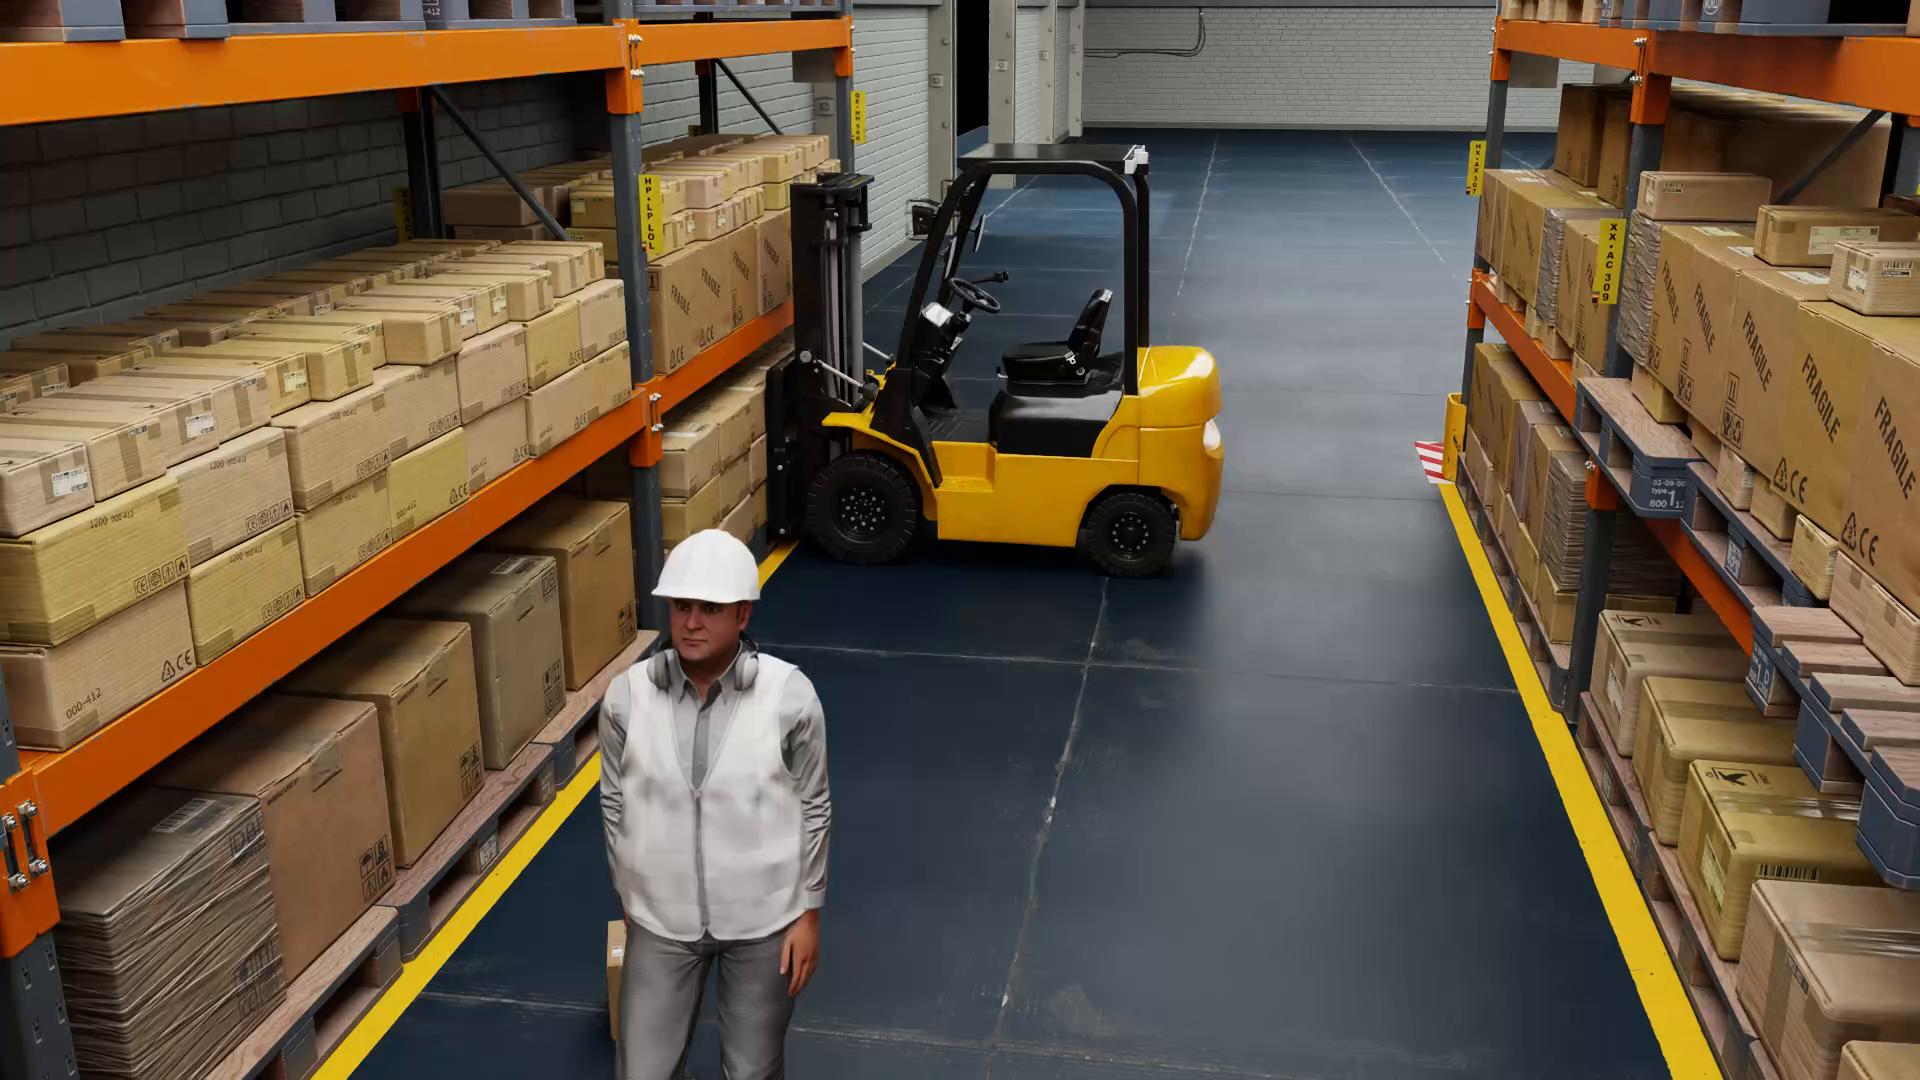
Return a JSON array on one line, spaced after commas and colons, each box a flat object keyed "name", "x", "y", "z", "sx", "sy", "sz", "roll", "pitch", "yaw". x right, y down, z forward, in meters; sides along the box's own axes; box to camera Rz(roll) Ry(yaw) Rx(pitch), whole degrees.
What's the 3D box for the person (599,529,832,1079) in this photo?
[{"name": "person", "x": -0.557, "y": 0.855, "z": 3.786, "sx": 0.533, "sy": 1.773, "sz": 0.456, "roll": 0, "pitch": 18, "yaw": 0}]
